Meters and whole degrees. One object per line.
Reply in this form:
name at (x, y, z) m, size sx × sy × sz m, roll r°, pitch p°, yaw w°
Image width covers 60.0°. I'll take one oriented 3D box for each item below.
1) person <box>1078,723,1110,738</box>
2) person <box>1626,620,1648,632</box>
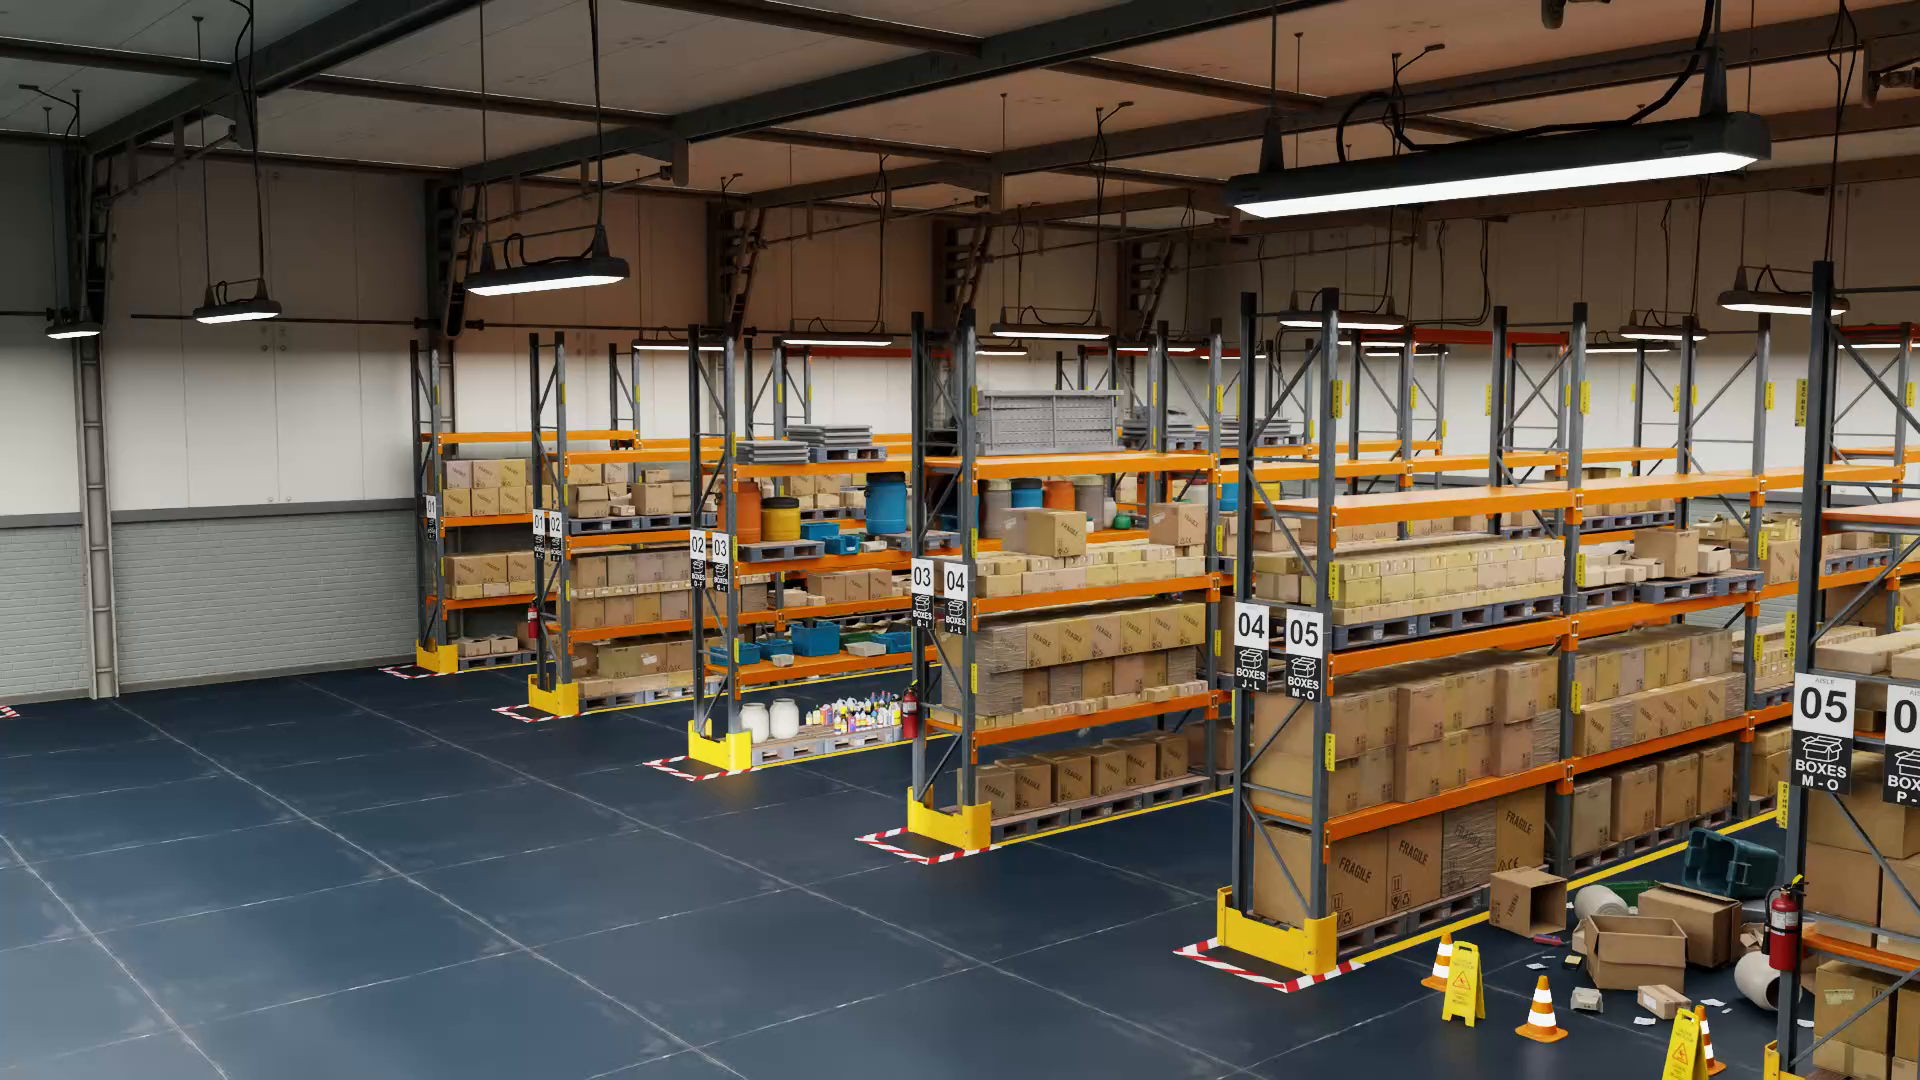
person at (1.872, 1.879, 23.549) m, size 0.637 × 1.856 × 0.703 m, roll 5°, pitch 7°, yaw 41°
person at (10.479, 1.939, 25.624) m, size 0.612 × 1.730 × 0.684 m, roll -4°, pitch 7°, yaw -38°
